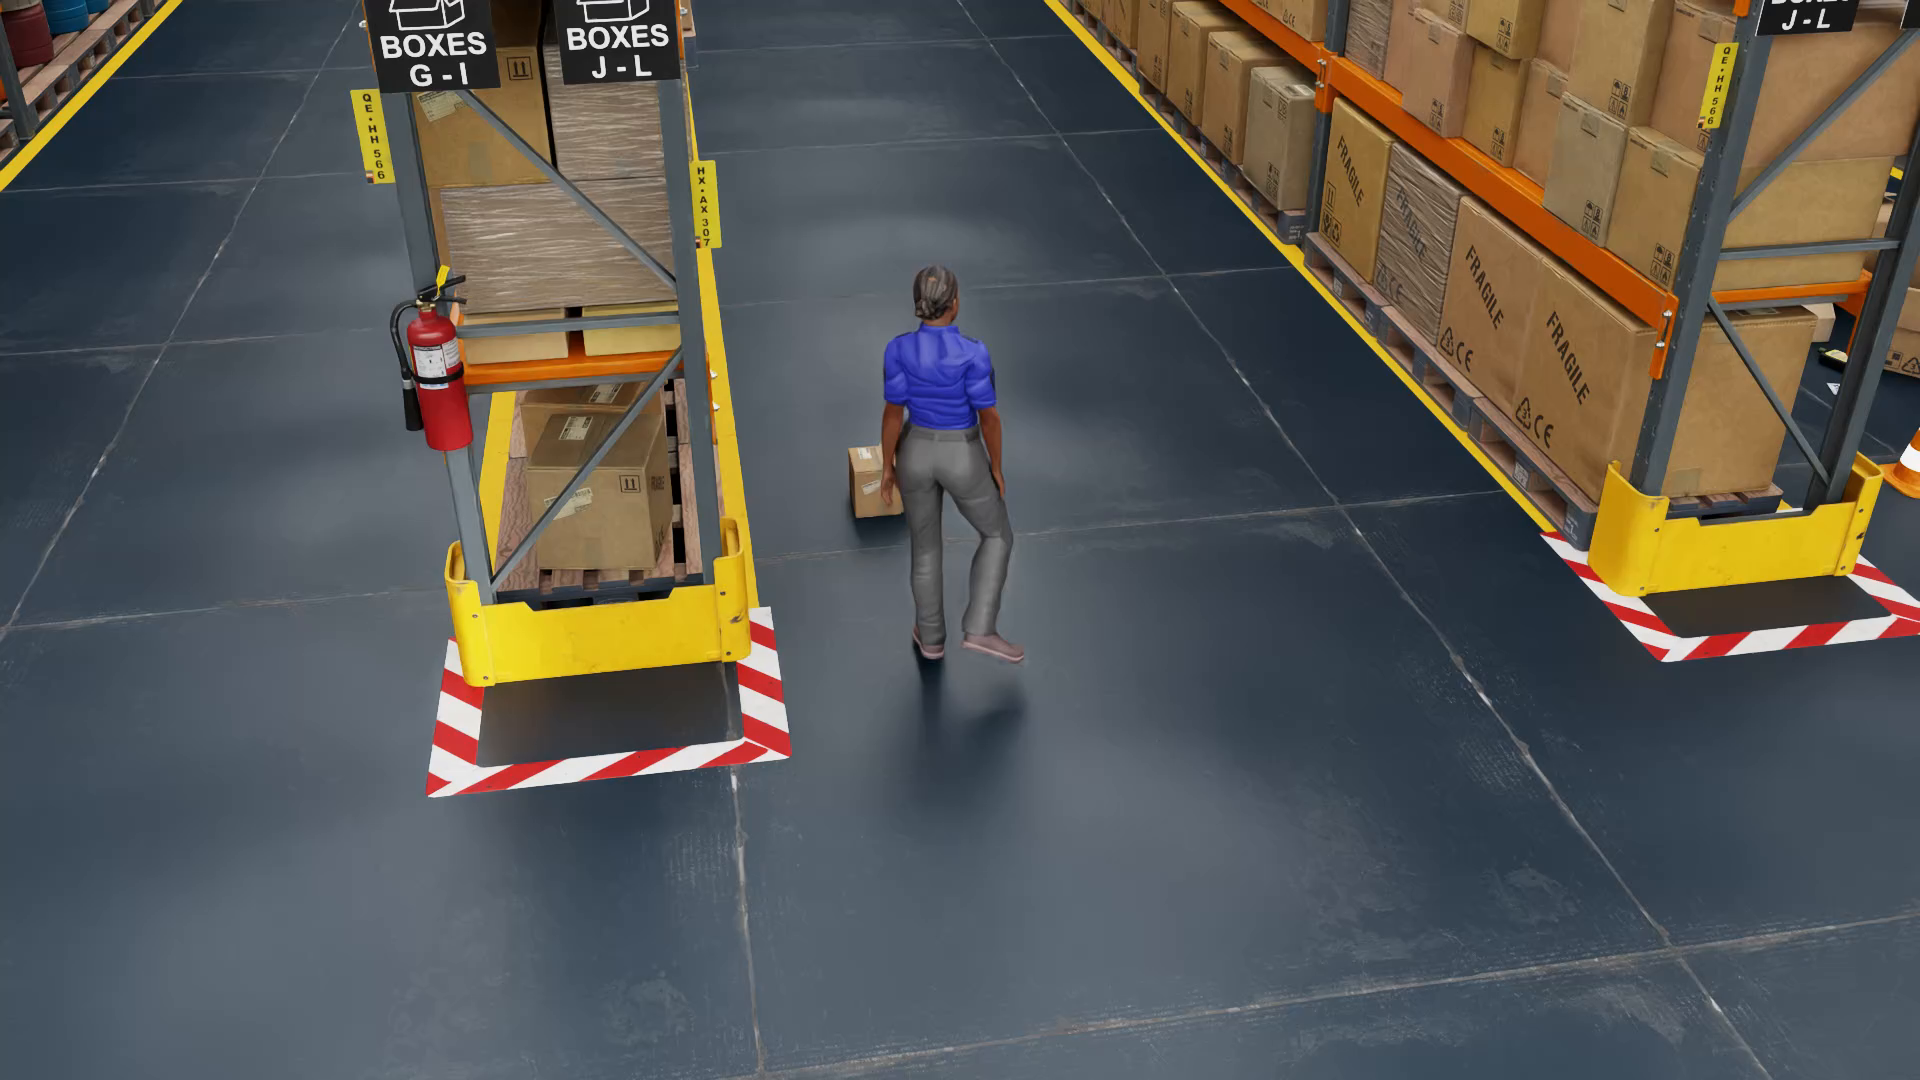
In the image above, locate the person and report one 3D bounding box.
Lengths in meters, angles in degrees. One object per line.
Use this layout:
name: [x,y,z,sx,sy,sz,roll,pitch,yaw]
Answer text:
person: [-0.021,-0.254,6.537,0.610,1.651,0.469,6,31,10]
